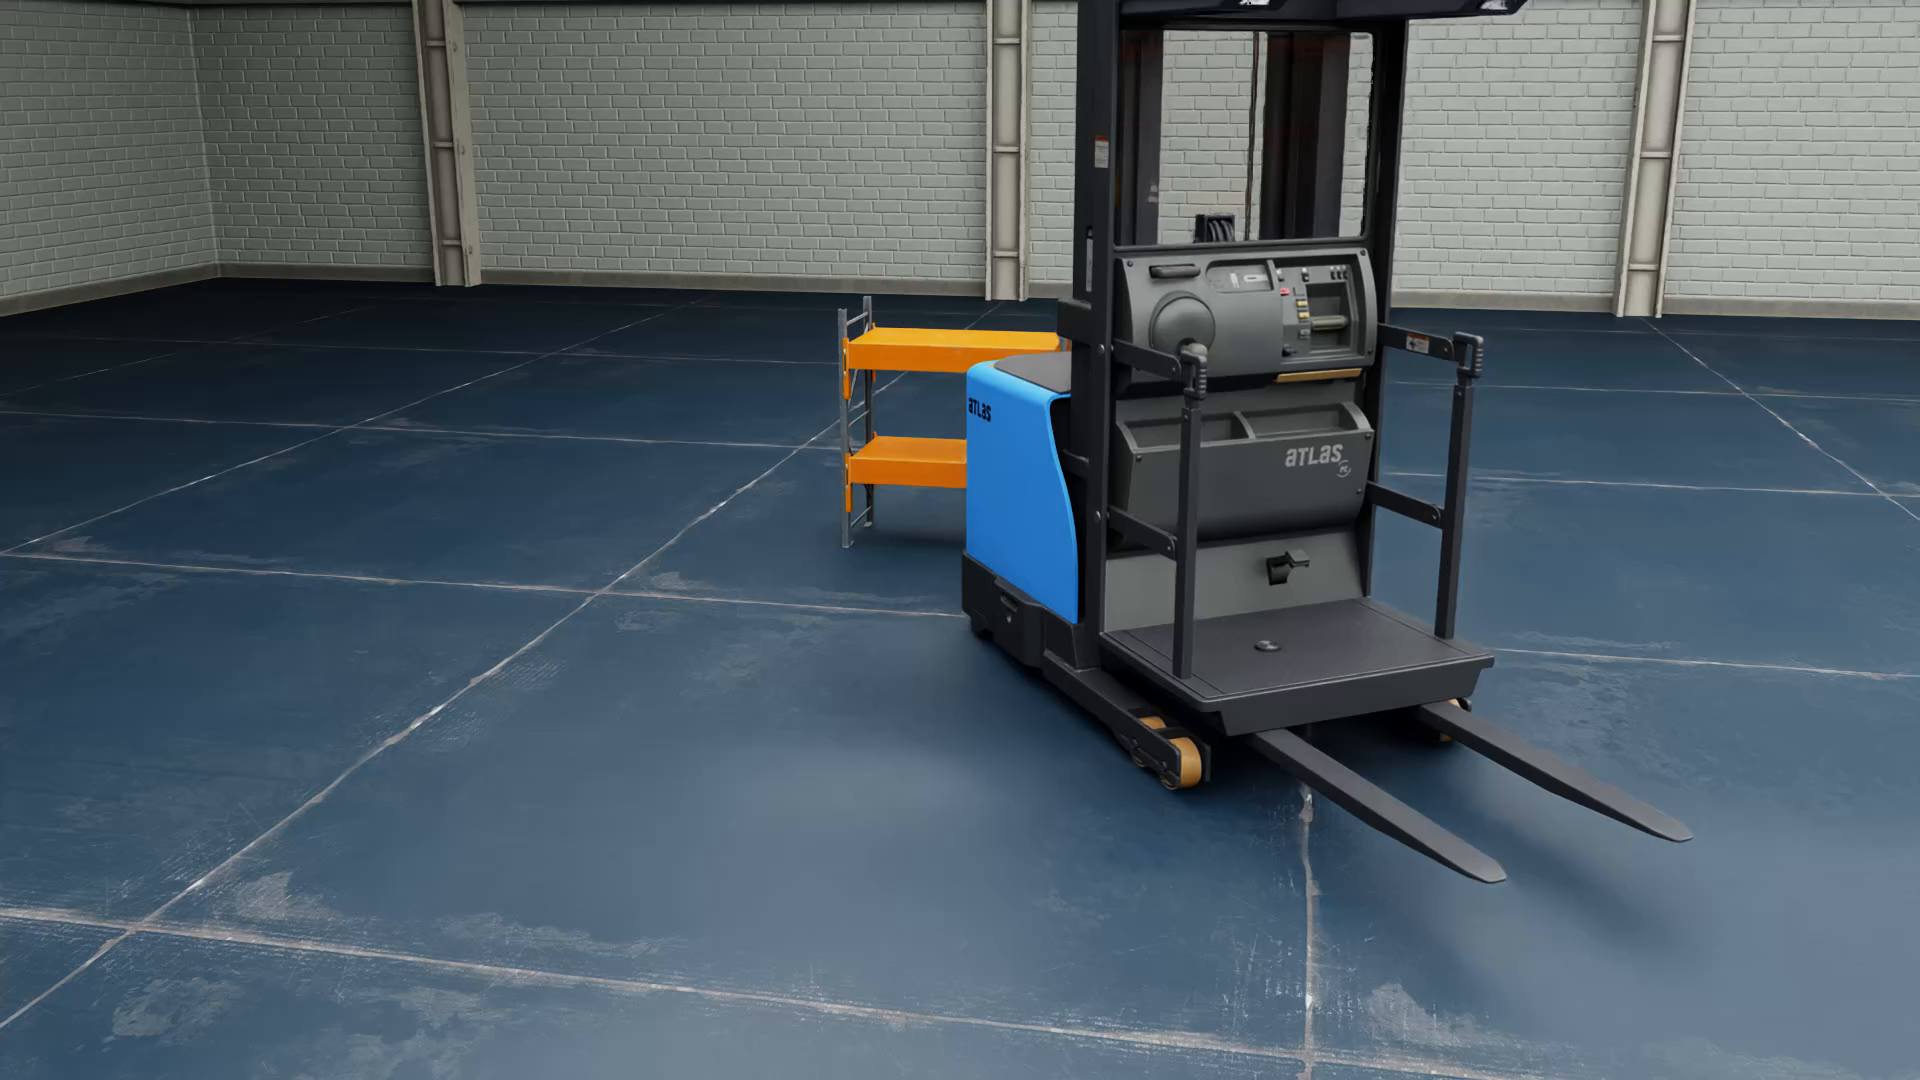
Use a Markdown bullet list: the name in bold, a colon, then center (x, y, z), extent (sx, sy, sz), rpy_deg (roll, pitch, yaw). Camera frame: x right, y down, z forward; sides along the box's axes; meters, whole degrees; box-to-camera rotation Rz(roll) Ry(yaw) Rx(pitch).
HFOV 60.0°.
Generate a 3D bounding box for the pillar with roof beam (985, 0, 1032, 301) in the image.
- **pillar with roof beam**: center (-0.381, -5.647, 11.520), extent (0.400, 9.000, 9.100), rpy_deg (3, 16, 11)

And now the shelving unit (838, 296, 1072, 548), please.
- **shelving unit**: center (0.007, -0.542, 7.841), extent (1.048, 1.125, 0.538), rpy_deg (3, 16, 11)

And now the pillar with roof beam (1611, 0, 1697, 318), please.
- **pillar with roof beam**: center (5.498, -5.328, 10.368), extent (0.400, 9.000, 9.100), rpy_deg (3, 16, 11)

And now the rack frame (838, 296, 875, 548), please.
- **rack frame**: center (-0.492, -0.569, 7.938), extent (0.032, 1.125, 0.500), rpy_deg (3, 16, 11)

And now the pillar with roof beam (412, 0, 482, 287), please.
- **pillar with roof beam**: center (-6.261, -5.966, 12.673), extent (0.400, 9.000, 9.100), rpy_deg (3, 16, 11)

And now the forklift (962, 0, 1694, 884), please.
- **forklift**: center (1.038, -0.760, 5.245), extent (1.130, 2.935, 3.031), rpy_deg (-6, 17, -22)

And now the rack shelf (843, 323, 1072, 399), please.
- **rack shelf**: center (0.007, -0.824, 7.762), extent (1.000, 0.278, 0.538), rpy_deg (3, 16, 11)

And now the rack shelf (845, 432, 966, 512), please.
- **rack shelf**: center (0.007, -0.306, 7.906), extent (1.000, 0.278, 0.538), rpy_deg (3, 16, 11)

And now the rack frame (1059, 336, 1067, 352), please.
- **rack frame**: center (0.505, -0.515, 7.743), extent (0.032, 1.125, 0.500), rpy_deg (3, 16, 11)
